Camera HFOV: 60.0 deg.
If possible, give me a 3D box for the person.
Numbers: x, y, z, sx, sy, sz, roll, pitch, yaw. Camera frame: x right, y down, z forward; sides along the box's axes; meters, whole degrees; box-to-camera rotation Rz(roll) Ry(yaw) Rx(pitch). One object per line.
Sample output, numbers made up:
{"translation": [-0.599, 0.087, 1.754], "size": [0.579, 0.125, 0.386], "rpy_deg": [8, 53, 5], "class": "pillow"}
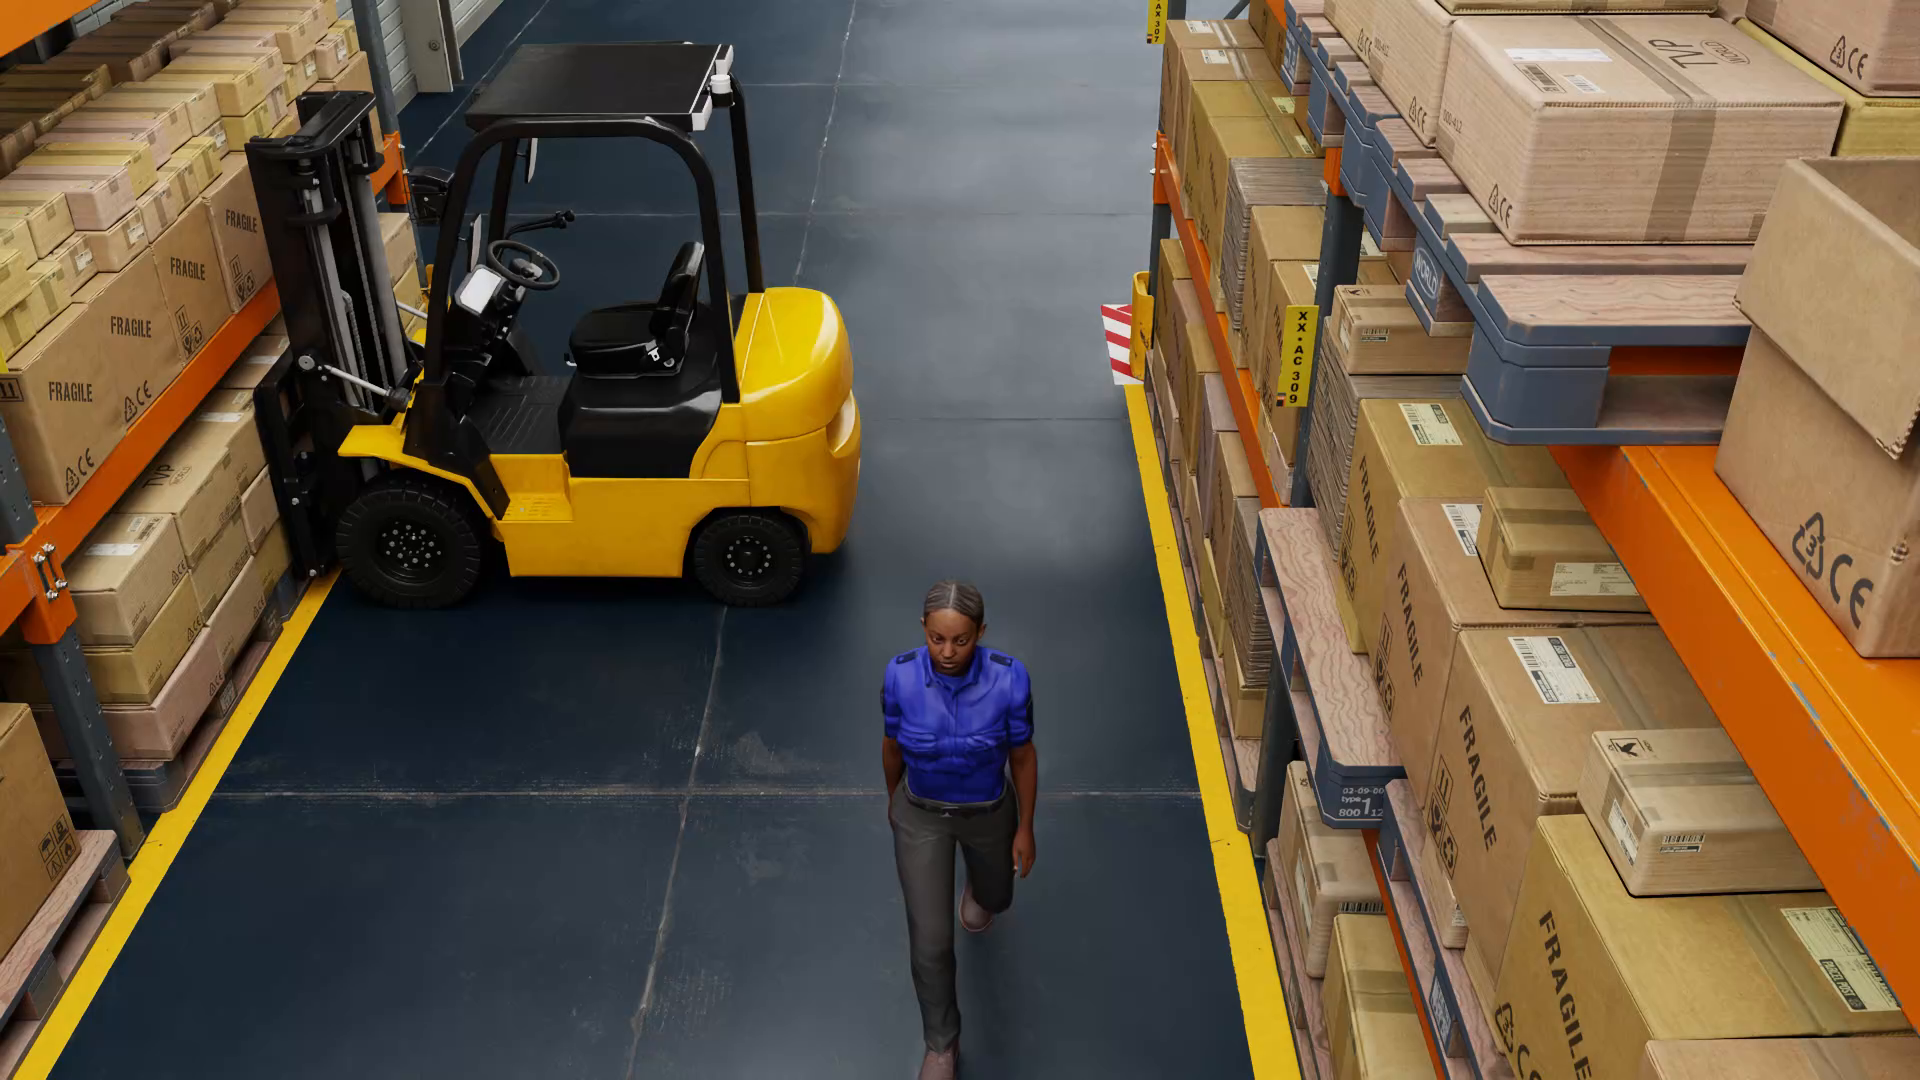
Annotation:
{"translation": [-0.003, 0.768, 4.892], "size": [0.449, 1.613, 0.932], "rpy_deg": [0, 32, 0], "class": "person"}
